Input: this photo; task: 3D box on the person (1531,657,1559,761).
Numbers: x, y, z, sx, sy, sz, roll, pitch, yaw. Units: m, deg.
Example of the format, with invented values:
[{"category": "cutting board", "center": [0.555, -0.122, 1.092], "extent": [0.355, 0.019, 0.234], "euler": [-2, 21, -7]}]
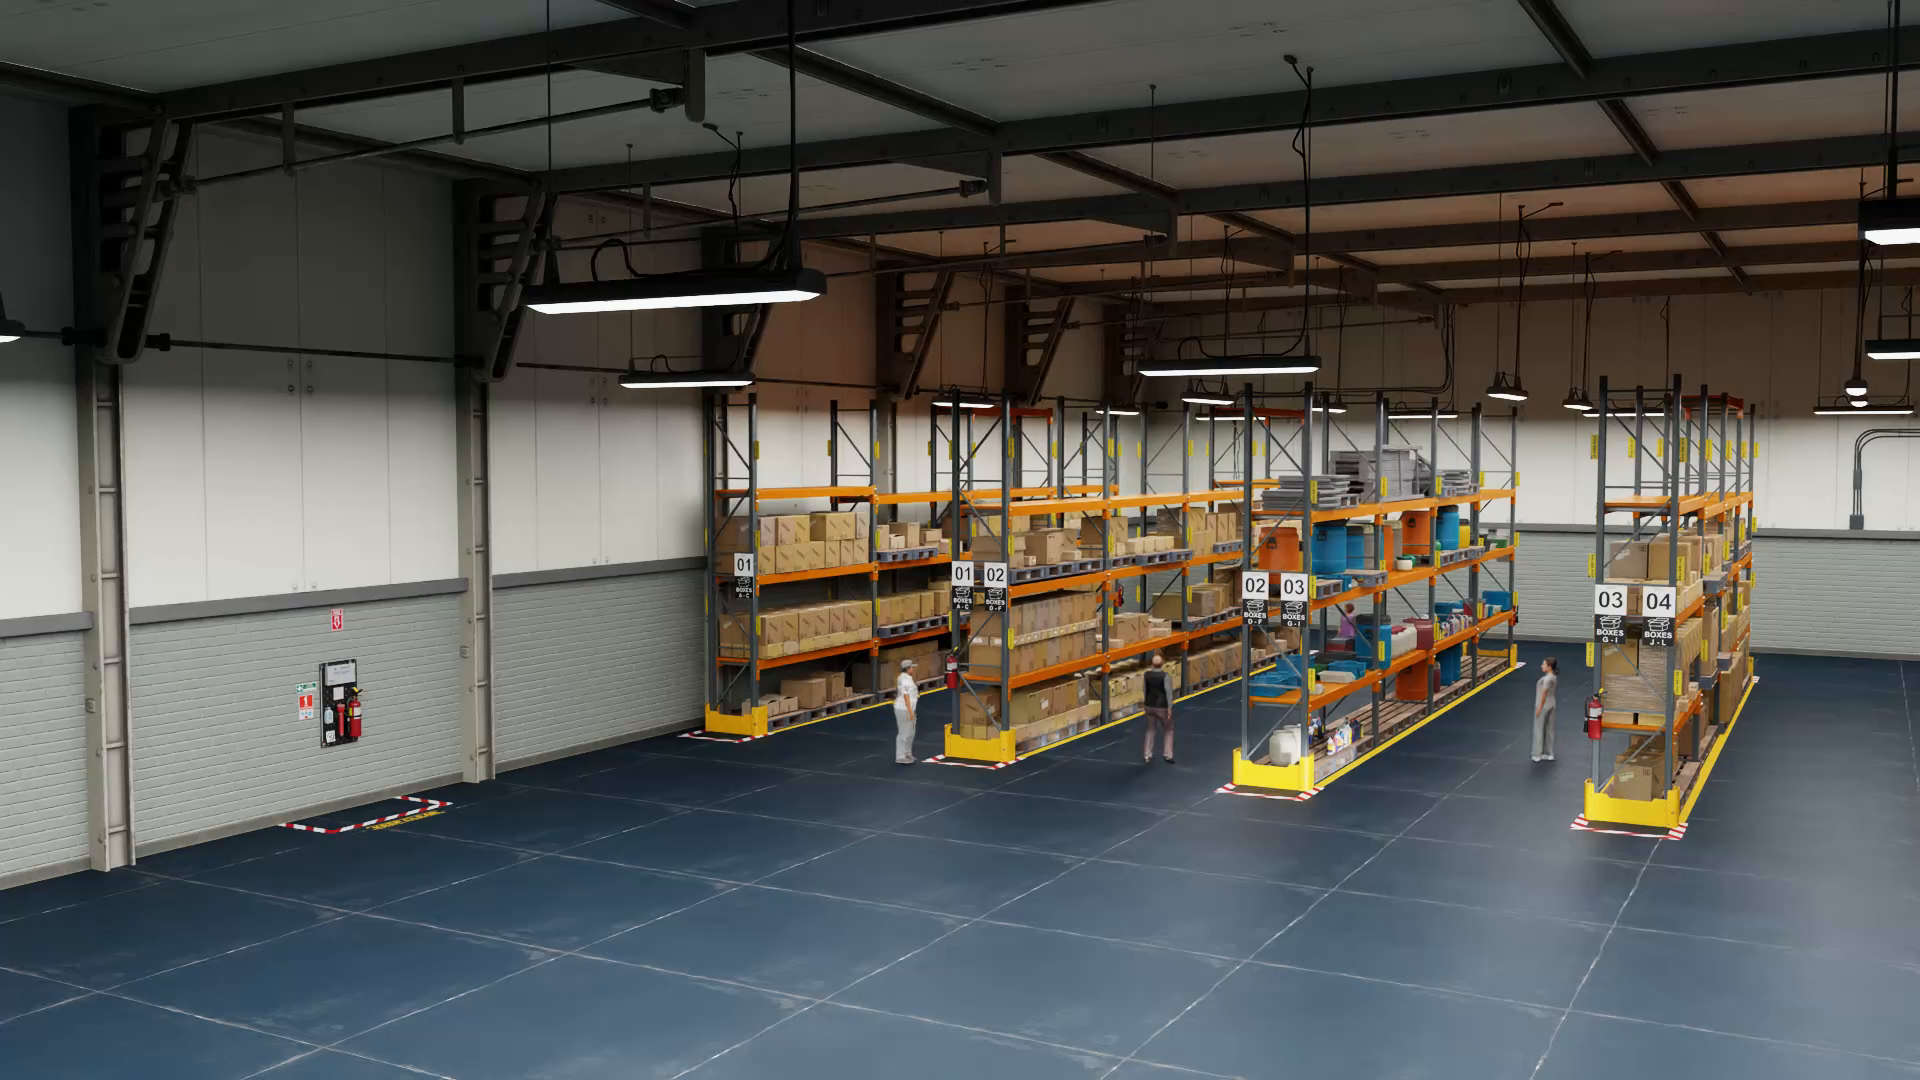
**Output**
[{"category": "person", "center": [9.425, 2.726, 26.796], "extent": [0.465, 1.681, 0.402], "euler": [-2, 4, -37]}]

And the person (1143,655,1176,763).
[{"category": "person", "center": [3.190, 2.735, 26.567], "extent": [0.582, 1.793, 0.577], "euler": [-2, 4, -39]}]

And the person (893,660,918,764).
[{"category": "person", "center": [-0.854, 2.765, 26.621], "extent": [0.426, 1.701, 0.594], "euler": [0, 3, -6]}]

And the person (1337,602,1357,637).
[{"category": "person", "center": [8.781, 2.184, 37.641], "extent": [0.504, 1.554, 0.823], "euler": [2, 3, 26]}]
